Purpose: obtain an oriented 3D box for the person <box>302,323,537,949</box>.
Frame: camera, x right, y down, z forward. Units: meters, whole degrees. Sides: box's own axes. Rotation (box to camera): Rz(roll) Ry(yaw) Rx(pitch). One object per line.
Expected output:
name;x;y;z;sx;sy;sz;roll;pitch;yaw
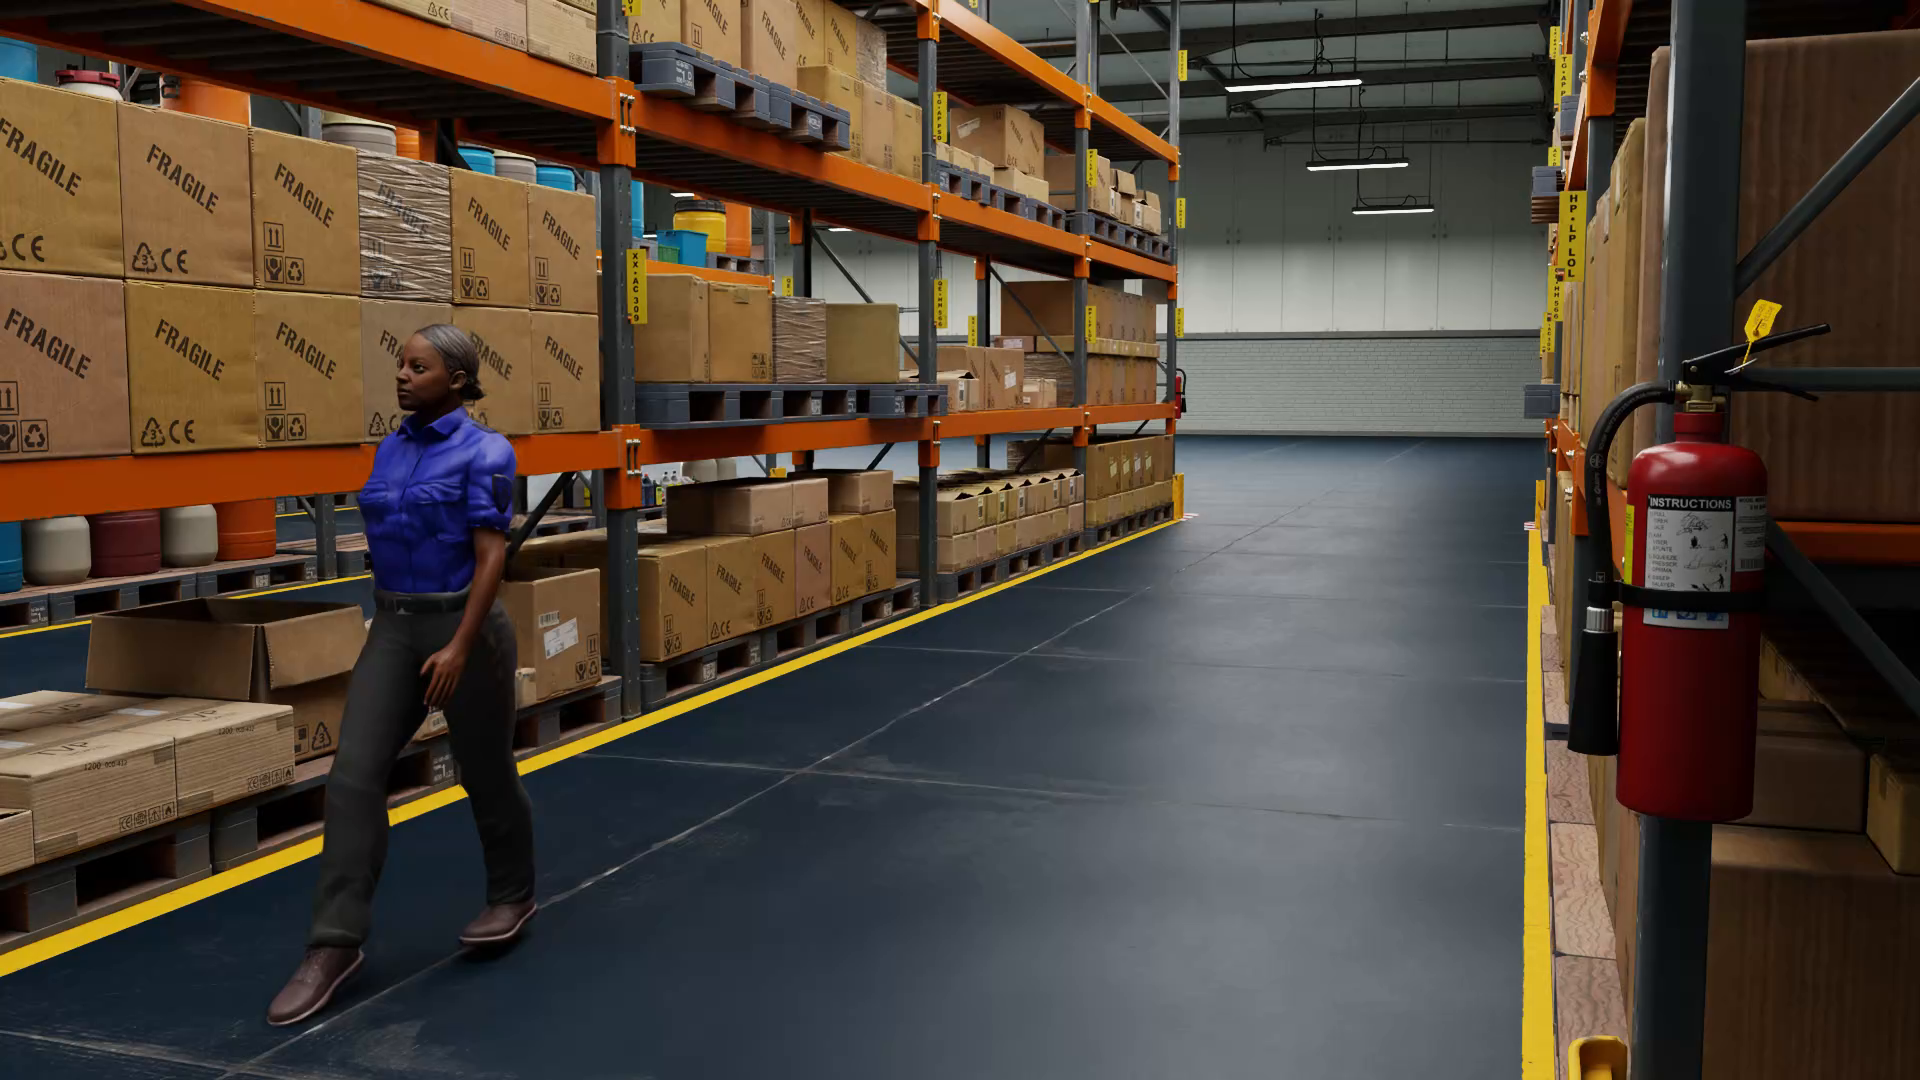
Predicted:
person;-1.325;0.231;4.212;0.446;1.550;0.678;2;6;20
